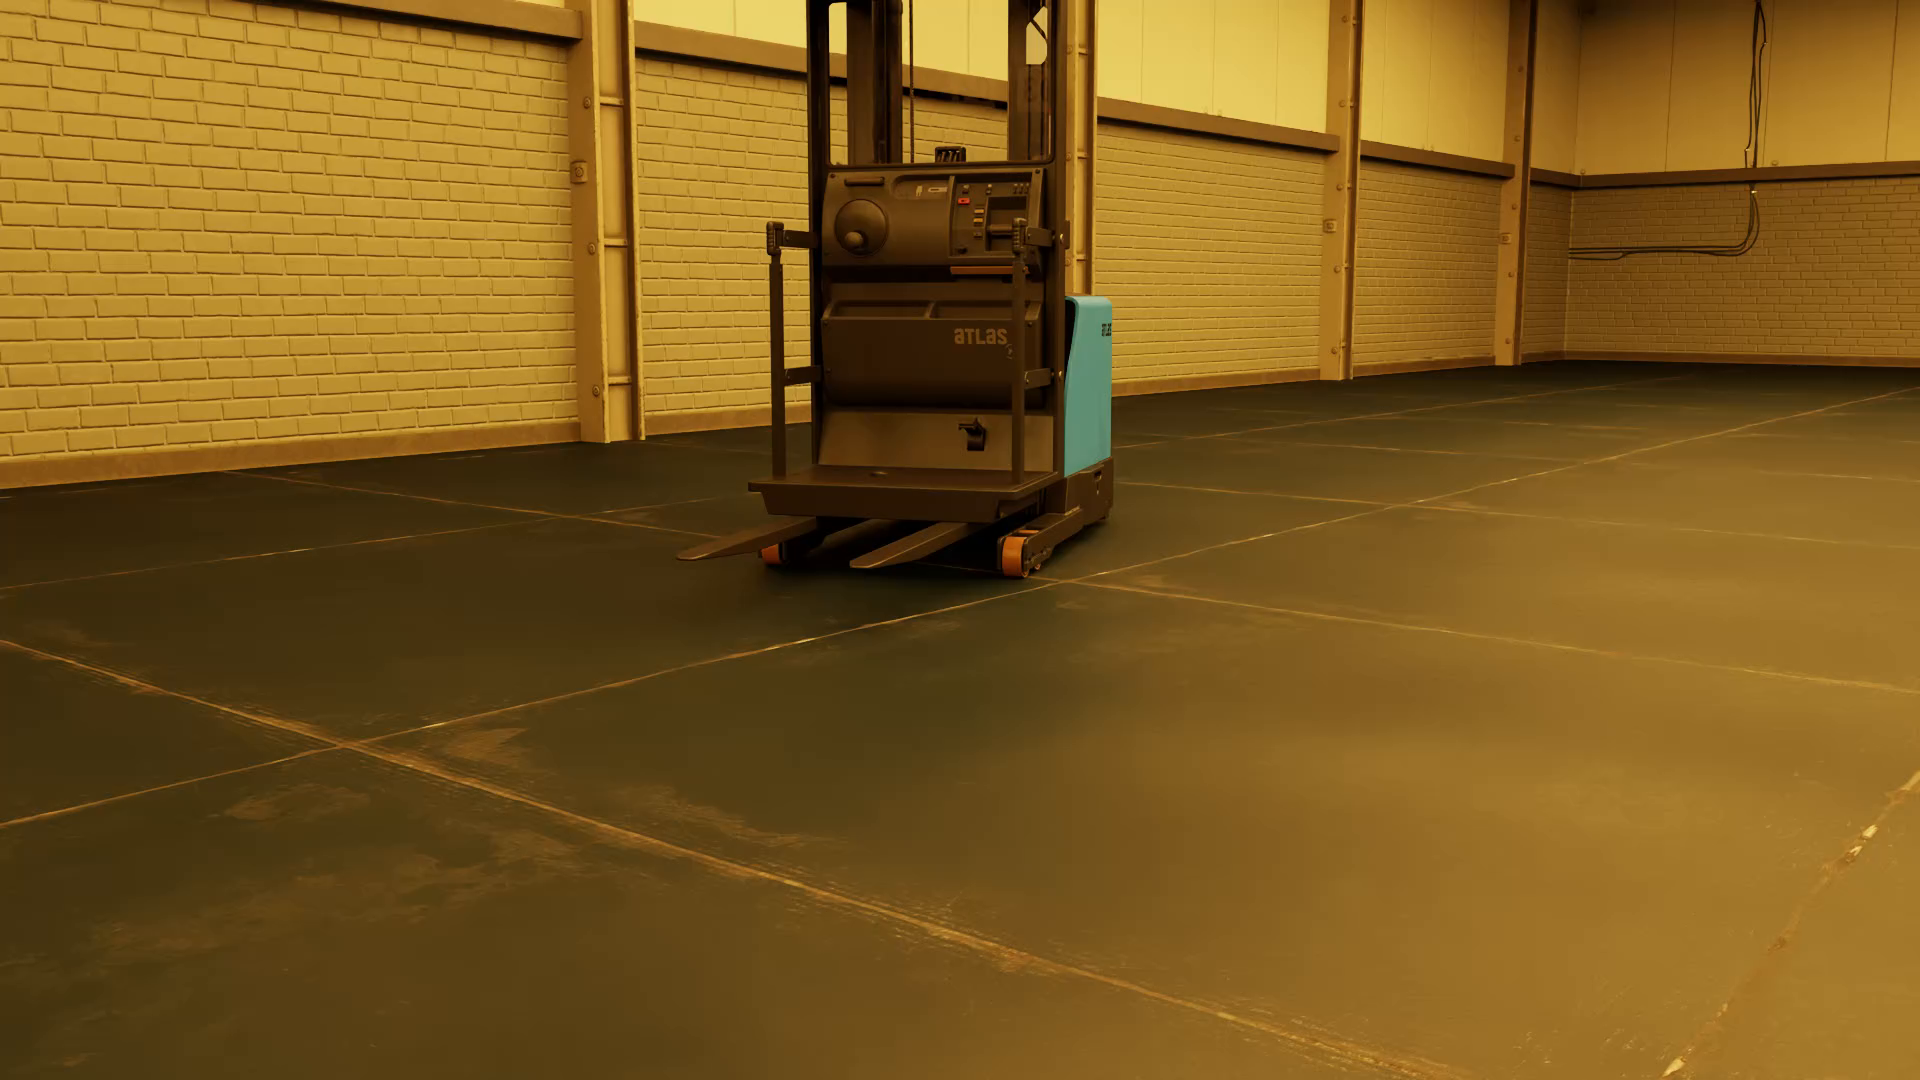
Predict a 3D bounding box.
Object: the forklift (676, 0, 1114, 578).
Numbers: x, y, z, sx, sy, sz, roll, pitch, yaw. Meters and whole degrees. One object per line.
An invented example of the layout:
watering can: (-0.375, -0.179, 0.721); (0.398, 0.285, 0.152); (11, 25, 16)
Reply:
forklift: (-0.176, -1.366, 6.616); (1.130, 2.935, 3.031); (3, 9, 17)
